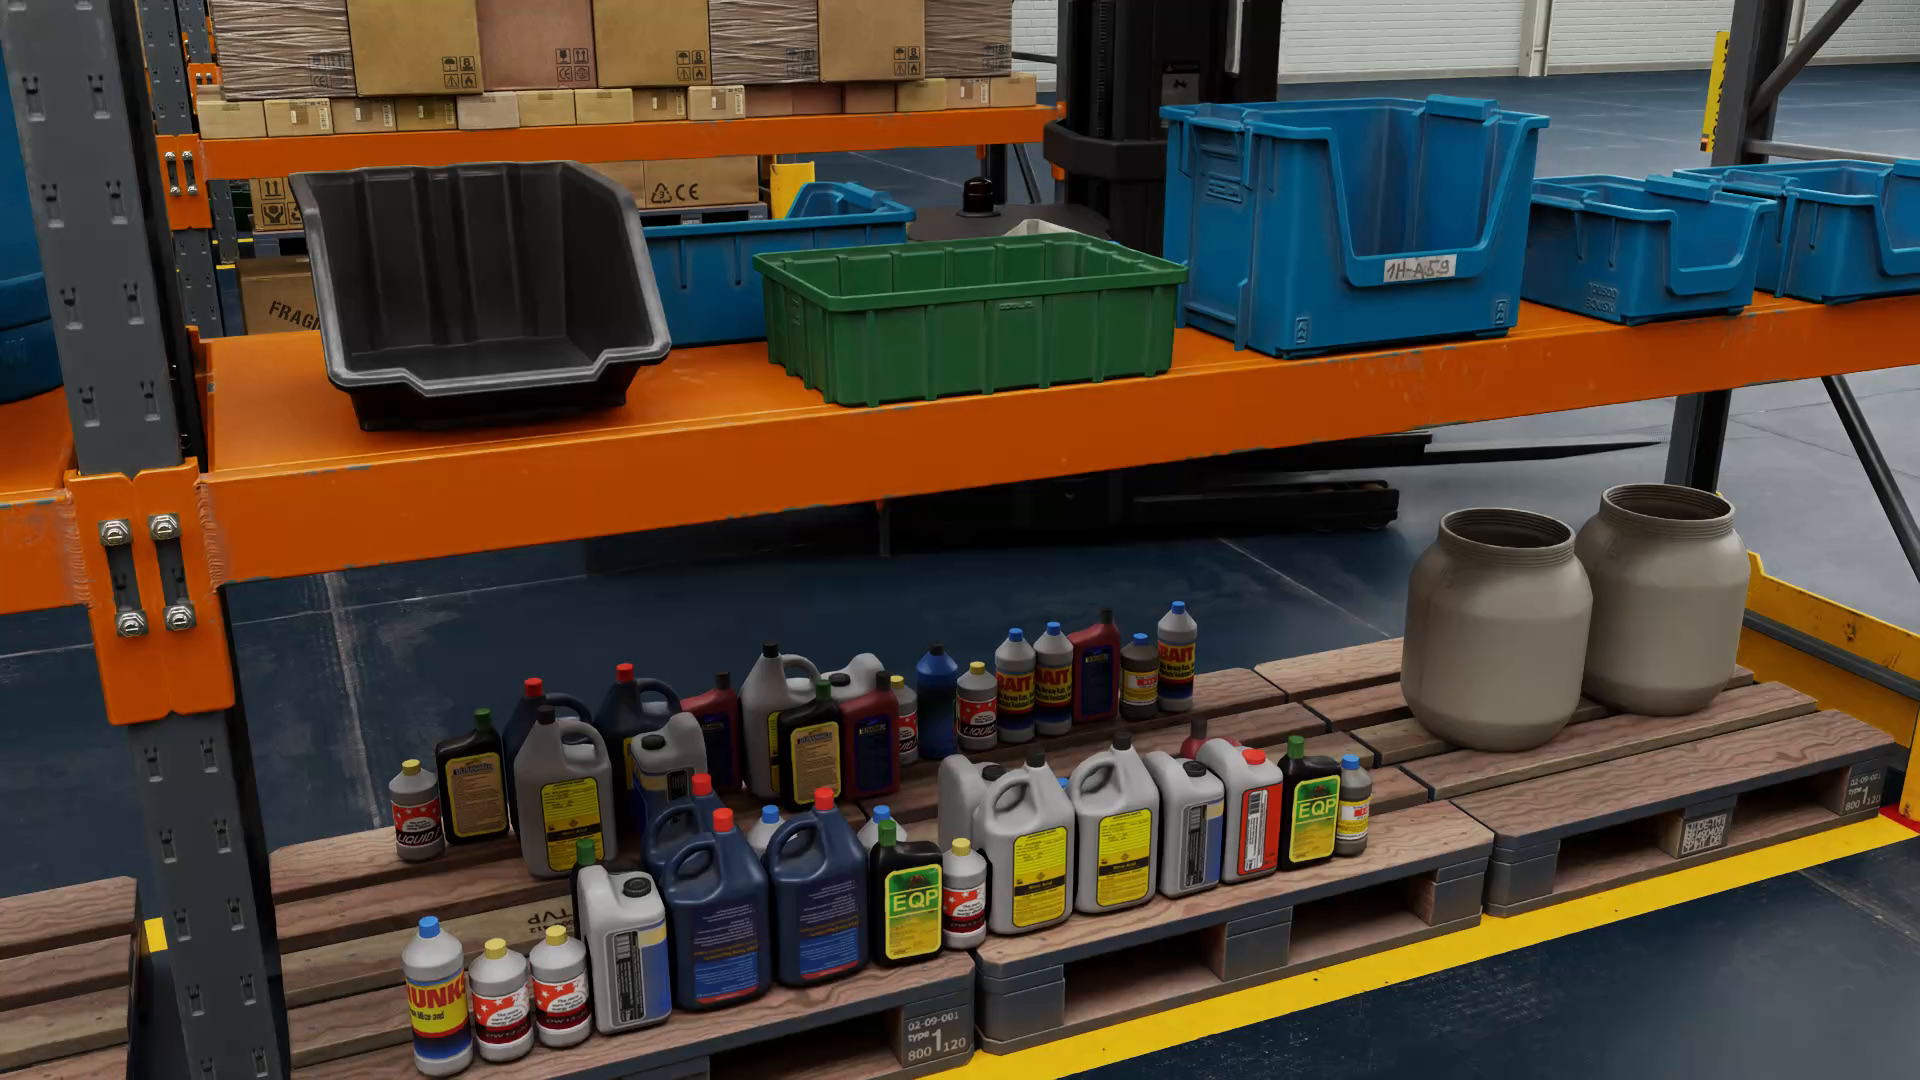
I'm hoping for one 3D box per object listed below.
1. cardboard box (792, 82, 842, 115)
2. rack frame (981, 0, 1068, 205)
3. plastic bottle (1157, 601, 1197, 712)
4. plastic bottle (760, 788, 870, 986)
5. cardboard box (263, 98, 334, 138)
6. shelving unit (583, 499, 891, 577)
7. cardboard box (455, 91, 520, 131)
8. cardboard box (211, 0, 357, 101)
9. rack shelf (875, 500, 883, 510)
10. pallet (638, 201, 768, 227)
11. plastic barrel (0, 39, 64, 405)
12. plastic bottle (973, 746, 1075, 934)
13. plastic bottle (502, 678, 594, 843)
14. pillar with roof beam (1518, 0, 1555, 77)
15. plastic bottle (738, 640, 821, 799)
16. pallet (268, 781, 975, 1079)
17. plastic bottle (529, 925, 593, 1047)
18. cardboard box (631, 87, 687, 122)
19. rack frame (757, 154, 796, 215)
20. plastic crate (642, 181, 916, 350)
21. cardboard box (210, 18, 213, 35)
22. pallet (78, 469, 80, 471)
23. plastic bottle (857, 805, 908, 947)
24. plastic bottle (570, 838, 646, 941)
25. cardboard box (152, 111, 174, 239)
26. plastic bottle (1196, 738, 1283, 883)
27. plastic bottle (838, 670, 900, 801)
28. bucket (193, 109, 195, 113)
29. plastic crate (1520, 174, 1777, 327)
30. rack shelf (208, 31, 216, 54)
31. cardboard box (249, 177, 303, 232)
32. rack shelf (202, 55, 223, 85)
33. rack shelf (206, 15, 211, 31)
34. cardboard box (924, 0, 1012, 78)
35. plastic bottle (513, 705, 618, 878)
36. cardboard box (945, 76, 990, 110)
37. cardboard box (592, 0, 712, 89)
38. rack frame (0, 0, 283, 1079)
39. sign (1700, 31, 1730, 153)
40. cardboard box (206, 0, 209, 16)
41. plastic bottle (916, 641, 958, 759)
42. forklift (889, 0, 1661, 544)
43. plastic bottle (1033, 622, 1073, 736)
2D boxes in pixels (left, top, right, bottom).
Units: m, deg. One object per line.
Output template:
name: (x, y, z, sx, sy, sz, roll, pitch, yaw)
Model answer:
cardboard box: (-0.736, -2.101, 7.850, 0.250, 0.149, 0.380, -8, 21, -22)
rack frame: (0.365, -2.449, 8.461, 0.127, 3.000, 1.000, -8, 21, -22)
plastic bottle: (0.539, 0.284, 4.144, 0.097, 0.271, 0.097, 0, 19, 0)
plastic bottle: (-0.267, 0.625, 3.057, 0.185, 0.351, 0.144, -9, 21, -24)
cardboard box: (-2.757, -1.770, 6.911, 0.250, 0.149, 0.380, -8, 21, -22)
shelving unit: (-0.805, -0.519, 5.802, 1.048, 1.125, 0.538, -4, 20, -10)
cardboard box: (-2.066, -1.867, 7.187, 0.250, 0.149, 0.380, -8, 21, -22)
cardboard box: (-2.870, -2.151, 7.016, 0.500, 0.500, 0.875, -8, 21, -22)
rack shelf: (-0.805, -0.288, 5.883, 1.000, 0.278, 0.538, -4, 20, -10)
pallet: (-2.210, -2.531, 12.892, 1.213, 0.211, 1.003, -8, 21, -22)
plastic barrel: (-1.821, -0.691, 2.712, 0.708, 0.901, 0.600, -8, 21, -22)
plastic bottle: (0.123, 0.569, 3.216, 0.185, 0.351, 0.144, -8, 21, -22)
plastic bottle: (-0.869, 0.457, 3.534, 0.185, 0.351, 0.144, -9, 21, -23)
pillar with roof beam: (11.707, -11.053, 23.863, 0.400, 9.000, 9.100, -8, 21, -22)
plastic bottle: (-0.396, 0.389, 3.727, 0.185, 0.351, 0.144, -8, 21, -22)
pallet: (-0.713, 0.827, 3.355, 1.213, 0.211, 1.003, -8, 21, -22)
plastic bottle: (-0.693, 0.765, 2.884, 0.097, 0.201, 0.097, 0, 19, 0)
cardboard box: (-1.408, -1.989, 7.533, 0.250, 0.149, 0.380, -8, 21, -22)
rack frame: (-1.507, -3.975, 12.795, 0.127, 3.000, 1.000, -8, 21, -22)
plastic crate: (-0.437, -0.571, 3.351, 0.616, 0.251, 0.499, -8, 21, -22)
cardboard box: (-6.817, -4.770, 15.432, 0.250, 0.149, 0.380, -8, 21, -22)
pallet: (-4.022, -0.505, 7.138, 1.213, 0.211, 1.003, -8, 21, -22)
plastic bottle: (-0.147, 0.632, 3.157, 0.097, 0.271, 0.097, 0, 19, 0)
plastic bottle: (-0.636, 0.670, 3.031, 0.133, 0.283, 0.061, -8, 21, -22)
cardboard box: (-5.714, -2.477, 11.295, 0.750, 0.750, 1.050, -8, 21, -22)
plastic bottle: (0.572, 0.539, 3.415, 0.135, 0.276, 0.152, -8, 21, -22)
plastic bottle: (-0.203, 0.433, 3.703, 0.133, 0.283, 0.061, -8, 21, -22)
bucket: (-5.968, -3.343, 13.639, 0.620, 0.611, 0.726, -11, 20, 0)
plastic crate: (1.387, -0.628, 3.513, 0.408, 0.251, 0.499, -8, 21, -22)
rack shelf: (-5.397, -4.869, 16.417, 4.000, 0.370, 1.077, -8, 21, -22)
cardboard box: (-4.575, -2.706, 11.758, 0.875, 0.875, 0.875, -8, 21, -21)
rack shelf: (-3.343, -3.373, 12.167, 4.000, 0.370, 1.077, -8, 21, -22)
rack shelf: (-7.366, -6.382, 20.714, 4.000, 0.370, 1.077, -8, 21, -22)
cardboard box: (-0.151, -2.573, 8.214, 0.500, 0.500, 0.875, -8, 21, -22)
plastic bottle: (-0.812, 0.501, 3.410, 0.185, 0.351, 0.144, -8, 21, -22)
cardboard box: (-0.045, -2.198, 8.125, 0.250, 0.149, 0.380, -8, 21, -22)
cardboard box: (-1.502, -2.356, 7.597, 0.500, 0.500, 0.875, -8, 21, -22)
rack frame: (-1.346, -0.413, 2.677, 0.127, 3.000, 1.000, -8, 21, -22)
sign: (2.113, -1.238, 4.604, 0.005, 0.325, 0.100, -8, 21, -22)
cardboard box: (-8.692, -6.484, 19.771, 0.500, 0.500, 0.500, -9, 21, -23)
plastic bottle: (-0.054, 0.369, 3.903, 0.097, 0.271, 0.097, 0, 19, 0)
forklift: (1.168, -1.582, 6.102, 3.031, 2.935, 1.130, -3, 20, -9)
plastic bottle: (0.224, 0.329, 4.016, 0.097, 0.271, 0.097, 0, 19, 0)
